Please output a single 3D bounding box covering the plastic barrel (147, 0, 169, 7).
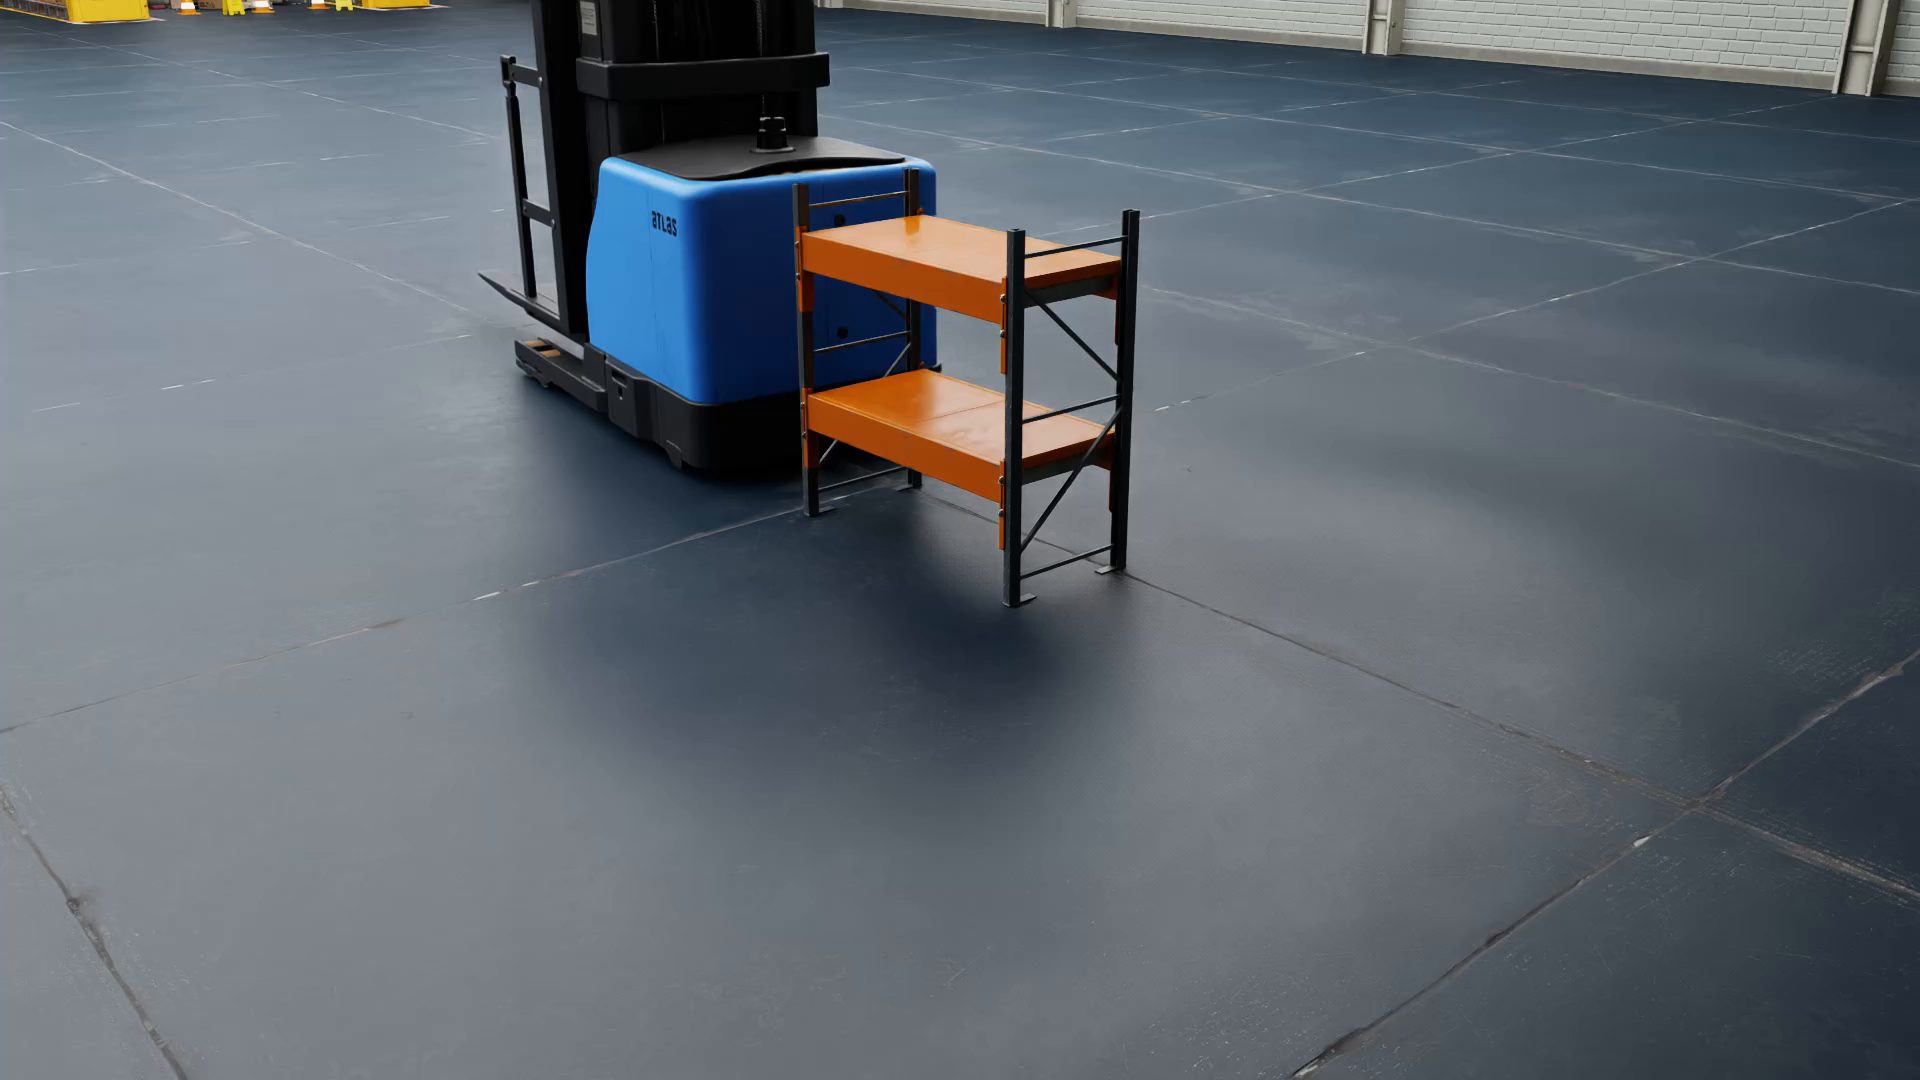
[{"bbox_3d":[-14.635,-9.873,30.110,0.512,0.421,0.421,0,21,-1],"label":"plastic barrel"}]

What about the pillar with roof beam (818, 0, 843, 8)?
[{"bbox_3d":[-5.601,-12.822,25.882,9.100,9.000,0.400,-17,27,-37],"label":"pillar with roof beam"}]

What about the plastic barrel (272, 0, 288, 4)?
[{"bbox_3d":[-12.737,-10.132,30.773,0.512,0.421,0.421,0,21,-1],"label":"plastic barrel"}]

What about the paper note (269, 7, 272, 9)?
[{"bbox_3d":[-12.367,-9.527,29.765,0.142,0.019,0.148,12,24,27],"label":"paper note"}]

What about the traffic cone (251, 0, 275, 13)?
[{"bbox_3d":[-12.119,-9.394,28.834,0.336,0.463,0.334,-17,27,-37],"label":"traffic cone"}]

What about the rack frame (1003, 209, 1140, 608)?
[{"bbox_3d":[0.327,-0.385,4.925,0.500,1.125,0.032,-17,27,-37],"label":"rack frame"}]

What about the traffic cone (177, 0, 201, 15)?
[{"bbox_3d":[-13.197,-9.219,28.387,0.336,0.463,0.334,-17,27,-37],"label":"traffic cone"}]

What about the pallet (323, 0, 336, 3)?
[{"bbox_3d":[-11.587,-10.414,31.784,1.003,0.211,1.213,-17,27,-37],"label":"pallet"}]

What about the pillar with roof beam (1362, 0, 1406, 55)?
[{"bbox_3d":[2.232,-9.507,17.417,9.100,9.000,0.400,-17,27,-37],"label":"pillar with roof beam"}]

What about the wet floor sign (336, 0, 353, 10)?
[{"bbox_3d":[-10.929,-9.718,29.412,0.267,0.644,0.232,-8,23,-19],"label":"wet floor sign"}]

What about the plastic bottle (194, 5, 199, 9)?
[{"bbox_3d":[-13.713,-9.497,29.648,0.283,0.061,0.133,12,24,27],"label":"plastic bottle"}]

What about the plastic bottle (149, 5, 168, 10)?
[{"bbox_3d":[-14.284,-9.494,29.639,0.133,0.061,0.283,12,24,27],"label":"plastic bottle"}]

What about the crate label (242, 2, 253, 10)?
[{"bbox_3d":[-12.679,-9.445,29.410,0.298,0.136,0.250,7,23,18],"label":"crate label"}]

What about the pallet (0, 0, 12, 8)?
[{"bbox_3d":[-17.098,-9.917,30.515,1.003,0.211,1.213,-17,27,-37],"label":"pallet"}]

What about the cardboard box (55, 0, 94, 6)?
[{"bbox_3d":[-14.419,-9.293,27.436,0.875,0.875,0.875,-17,27,-37],"label":"cardboard box"}]

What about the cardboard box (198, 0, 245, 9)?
[{"bbox_3d":[-13.307,-9.842,29.922,0.637,0.503,0.797,3,22,9],"label":"cardboard box"}]

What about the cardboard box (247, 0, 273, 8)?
[{"bbox_3d":[-12.628,-9.675,29.983,0.380,0.149,0.250,-4,22,-10],"label":"cardboard box"}]

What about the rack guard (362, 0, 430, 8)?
[{"bbox_3d":[-10.292,-9.979,30.276,1.175,0.500,0.348,-17,27,-37],"label":"rack guard"}]

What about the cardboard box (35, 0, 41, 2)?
[{"bbox_3d":[-15.588,-9.788,28.700,0.875,0.875,0.875,-17,27,-37],"label":"cardboard box"}]

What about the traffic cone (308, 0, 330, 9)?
[{"bbox_3d":[-11.500,-9.752,29.749,0.336,0.463,0.334,-17,27,-37],"label":"traffic cone"}]

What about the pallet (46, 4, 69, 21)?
[{"bbox_3d":[-14.507,-8.819,27.712,1.003,0.211,1.213,-17,27,-37],"label":"pallet"}]

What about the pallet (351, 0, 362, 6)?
[{"bbox_3d":[-10.795,-10.077,30.923,1.003,0.211,1.213,-17,27,-37],"label":"pallet"}]

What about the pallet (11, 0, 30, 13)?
[{"bbox_3d":[-16.100,-9.493,29.433,1.003,0.211,1.213,-17,27,-37],"label":"pallet"}]

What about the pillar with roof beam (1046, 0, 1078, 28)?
[{"bbox_3d":[-1.684,-11.165,21.650,9.100,9.000,0.400,-17,27,-37],"label":"pillar with roof beam"}]

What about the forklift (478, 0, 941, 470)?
[{"bbox_3d":[-1.295,-2.100,6.828,1.130,2.935,3.031,-13,25,-30],"label":"forklift"}]

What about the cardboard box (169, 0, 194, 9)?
[{"bbox_3d":[-14.020,-9.711,29.914,0.396,0.266,0.258,-12,25,-28],"label":"cardboard box"}]

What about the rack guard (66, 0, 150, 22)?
[{"bbox_3d":[-13.911,-8.745,27.126,1.175,0.500,0.348,-17,27,-37],"label":"rack guard"}]

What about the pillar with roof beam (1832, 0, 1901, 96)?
[{"bbox_3d":[6.149,-7.849,13.185,9.100,9.000,0.400,-17,27,-37],"label":"pillar with roof beam"}]

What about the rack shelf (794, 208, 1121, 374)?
[{"bbox_3d":[-0.004,-0.798,5.177,0.538,0.278,1.000,-17,27,-37],"label":"rack shelf"}]

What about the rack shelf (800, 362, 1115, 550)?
[{"bbox_3d":[-0.004,-0.298,5.373,0.538,0.278,1.000,-17,27,-37],"label":"rack shelf"}]

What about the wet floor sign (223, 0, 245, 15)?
[{"bbox_3d":[-12.407,-9.283,28.299,0.232,0.644,0.267,17,27,36],"label":"wet floor sign"}]

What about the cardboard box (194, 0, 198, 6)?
[{"bbox_3d":[-13.923,-10.162,30.552,0.797,0.637,0.503,-17,27,-37],"label":"cardboard box"}]

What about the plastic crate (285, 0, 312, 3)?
[{"bbox_3d":[-12.450,-10.238,31.515,0.583,0.080,0.402,12,24,27],"label":"plastic crate"}]

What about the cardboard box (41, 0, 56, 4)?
[{"bbox_3d":[-14.995,-9.536,28.055,0.875,0.875,0.875,-18,28,-38],"label":"cardboard box"}]

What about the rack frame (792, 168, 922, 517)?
[{"bbox_3d":[-0.336,-0.666,5.642,0.500,1.125,0.032,-17,27,-37],"label":"rack frame"}]

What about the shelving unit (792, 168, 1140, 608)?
[{"bbox_3d":[-0.004,-0.526,5.284,0.538,1.125,1.048,-17,27,-37],"label":"shelving unit"}]

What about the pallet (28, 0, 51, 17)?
[{"bbox_3d":[-15.300,-9.156,28.572,1.003,0.211,1.213,-17,27,-37],"label":"pallet"}]
